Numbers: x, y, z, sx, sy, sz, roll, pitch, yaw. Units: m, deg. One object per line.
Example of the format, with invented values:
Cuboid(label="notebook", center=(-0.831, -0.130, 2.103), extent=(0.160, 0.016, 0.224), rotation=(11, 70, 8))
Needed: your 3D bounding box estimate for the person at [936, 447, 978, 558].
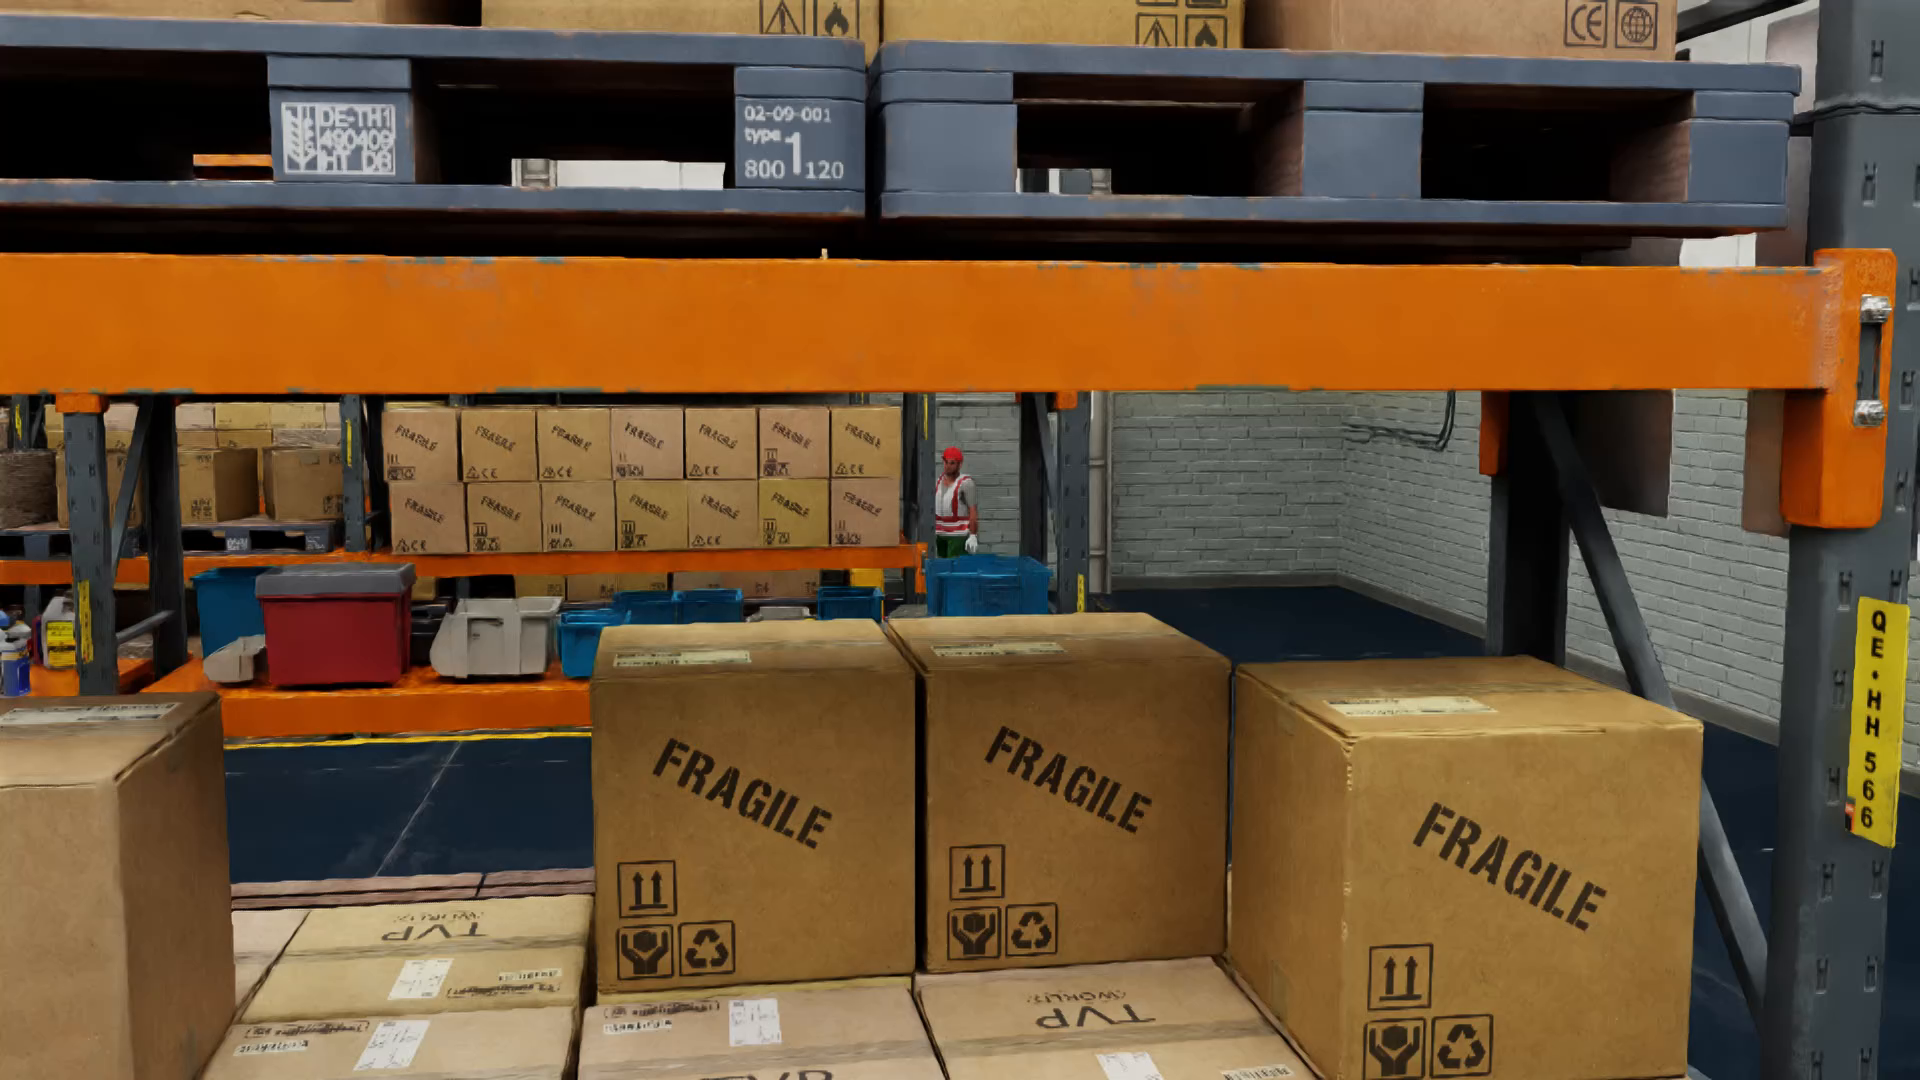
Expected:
Cuboid(label="person", center=(-0.023, -0.051, 16.576), extent=(0.562, 1.777, 0.584), rotation=(-6, 9, -43))
